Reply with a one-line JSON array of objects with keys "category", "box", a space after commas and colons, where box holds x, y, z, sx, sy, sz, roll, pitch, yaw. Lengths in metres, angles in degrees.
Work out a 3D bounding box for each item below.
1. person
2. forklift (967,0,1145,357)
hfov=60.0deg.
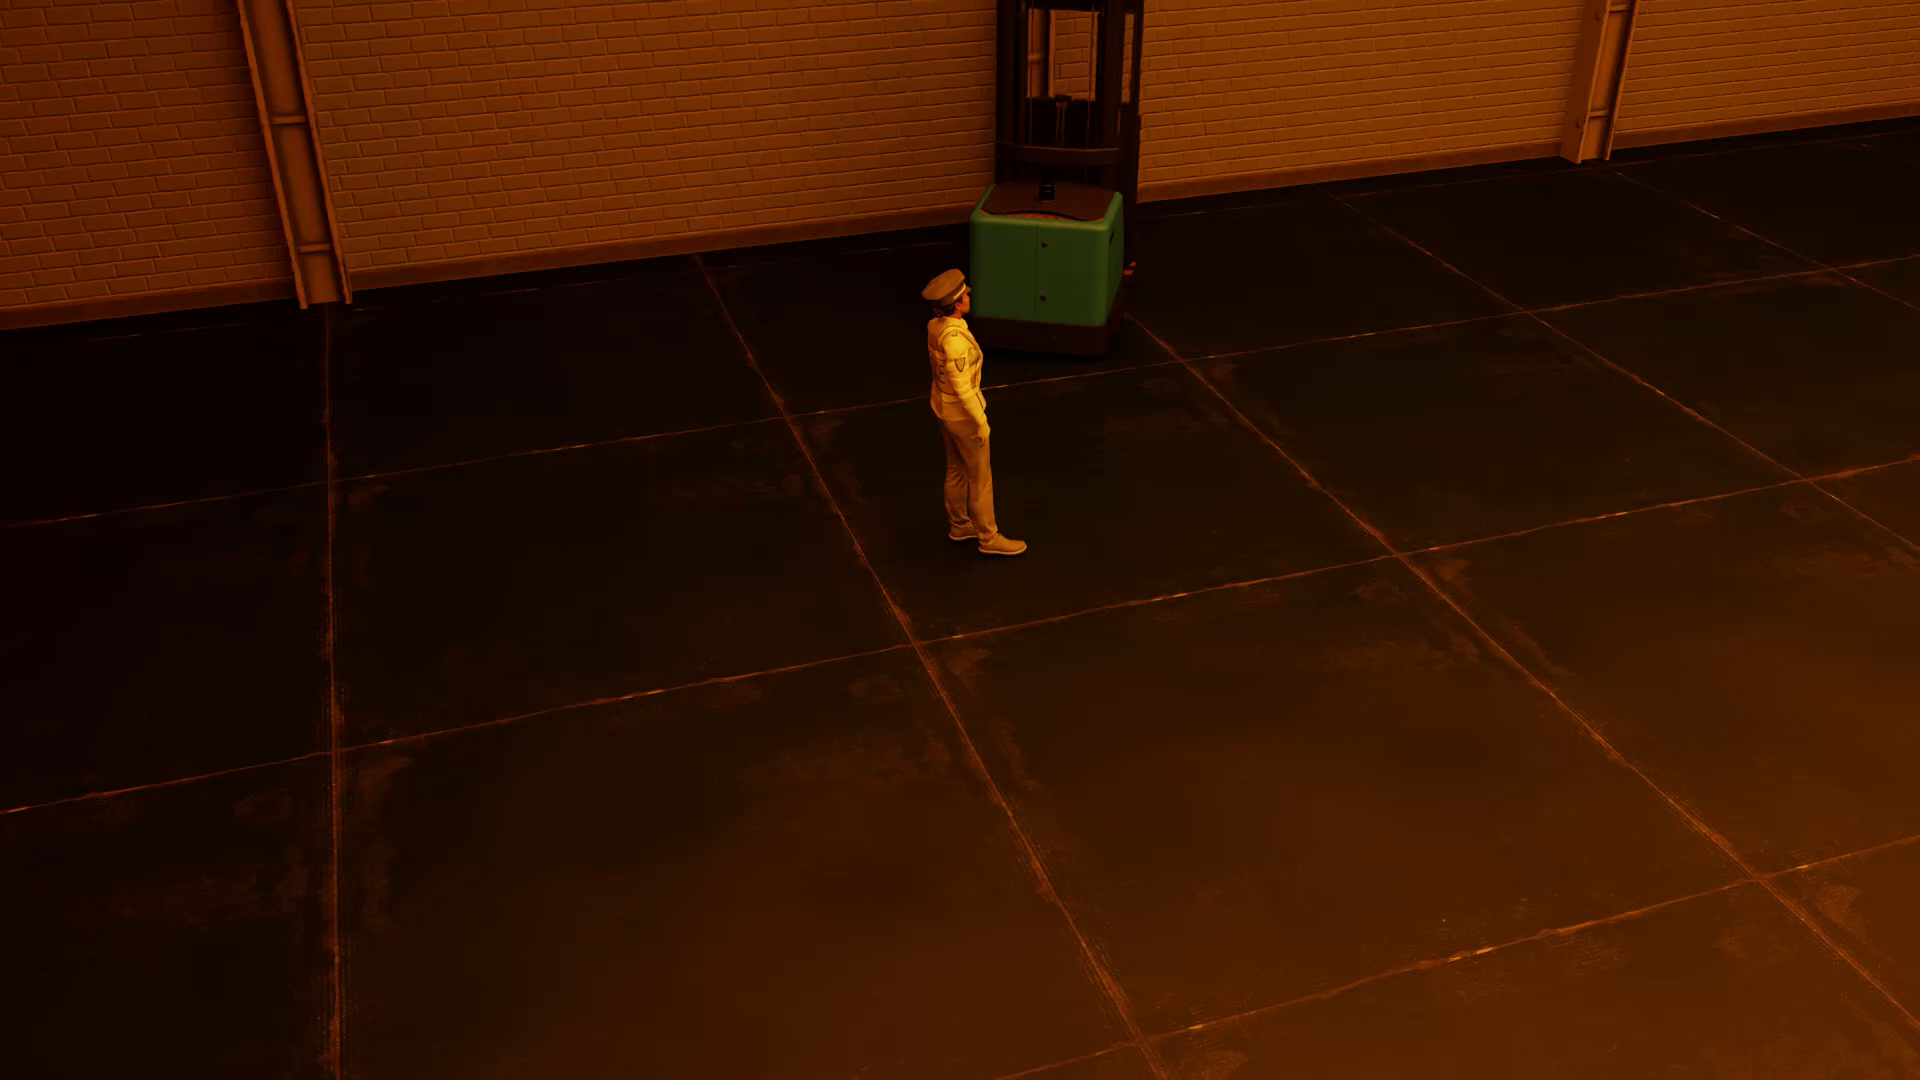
[{"category": "person", "box": [0.065, -0.748, 9.613, 0.533, 1.696, 0.588, -10, 31, -16]}, {"category": "forklift", "box": [0.867, -3.336, 12.886, 1.130, 2.935, 3.031, 6, 30, 11]}]
